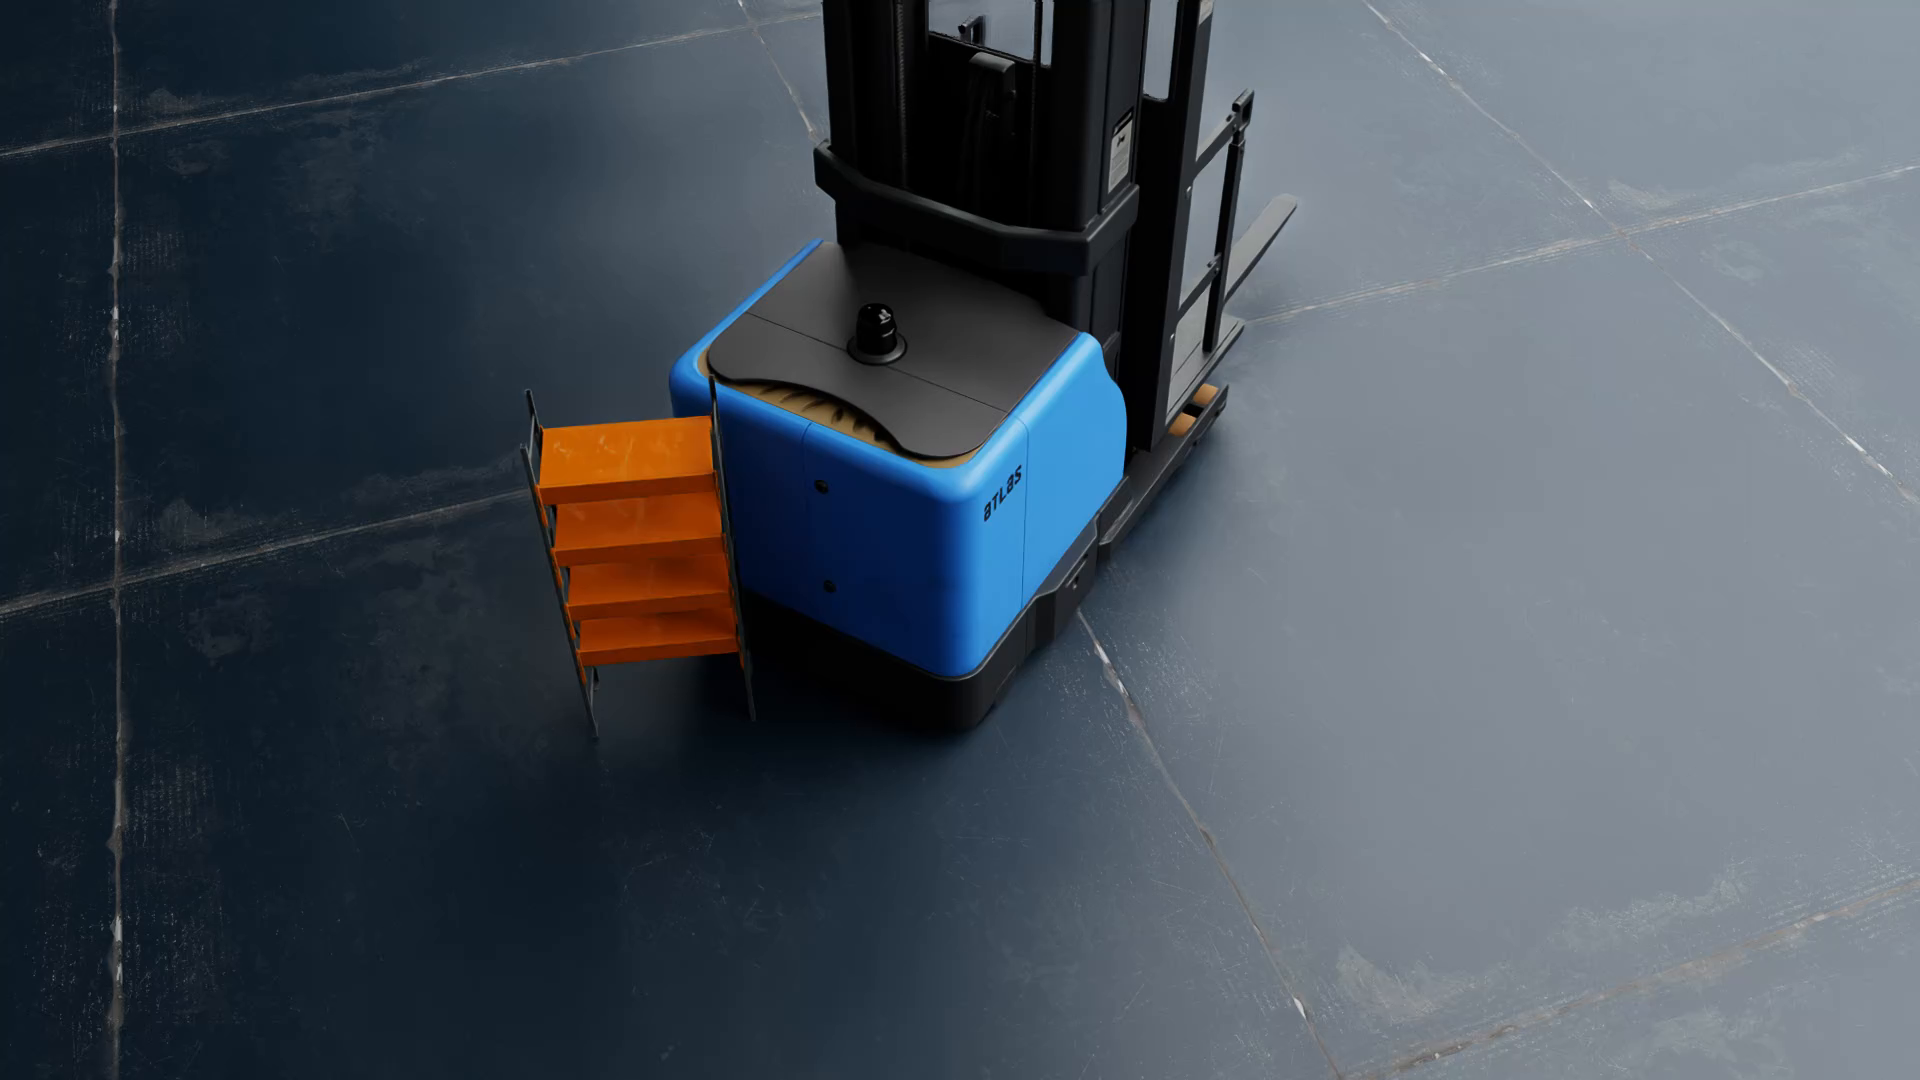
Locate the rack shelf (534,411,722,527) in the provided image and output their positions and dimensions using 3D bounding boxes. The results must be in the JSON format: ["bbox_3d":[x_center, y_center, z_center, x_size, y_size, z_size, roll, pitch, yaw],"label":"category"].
[{"bbox_3d":[-0.901,-0.196,4.543,0.480,0.148,0.258,-5,45,-5],"label":"rack shelf"}]

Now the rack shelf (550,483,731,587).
[{"bbox_3d":[-0.901,-0.029,4.711,0.480,0.148,0.258,-5,45,-5],"label":"rack shelf"}]

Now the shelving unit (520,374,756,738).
[{"bbox_3d":[-0.901,0.082,4.822,0.503,1.200,0.258,-5,45,-5],"label":"shelving unit"}]

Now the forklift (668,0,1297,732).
[{"bbox_3d":[0.331,-1.484,5.159,1.130,2.935,3.031,23,49,21],"label":"forklift"}]

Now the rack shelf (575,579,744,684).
[{"bbox_3d":[-0.901,0.269,5.010,0.480,0.148,0.258,-5,45,-5],"label":"rack shelf"}]

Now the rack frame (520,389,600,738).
[{"bbox_3d":[-1.143,0.103,4.800,0.015,1.200,0.240,-5,45,-5],"label":"rack frame"}]

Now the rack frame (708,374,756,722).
[{"bbox_3d":[-0.659,0.060,4.843,0.015,1.200,0.240,-5,45,-5],"label":"rack frame"}]

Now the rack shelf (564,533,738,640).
[{"bbox_3d":[-0.901,0.129,4.869,0.480,0.148,0.258,-5,45,-5],"label":"rack shelf"}]
